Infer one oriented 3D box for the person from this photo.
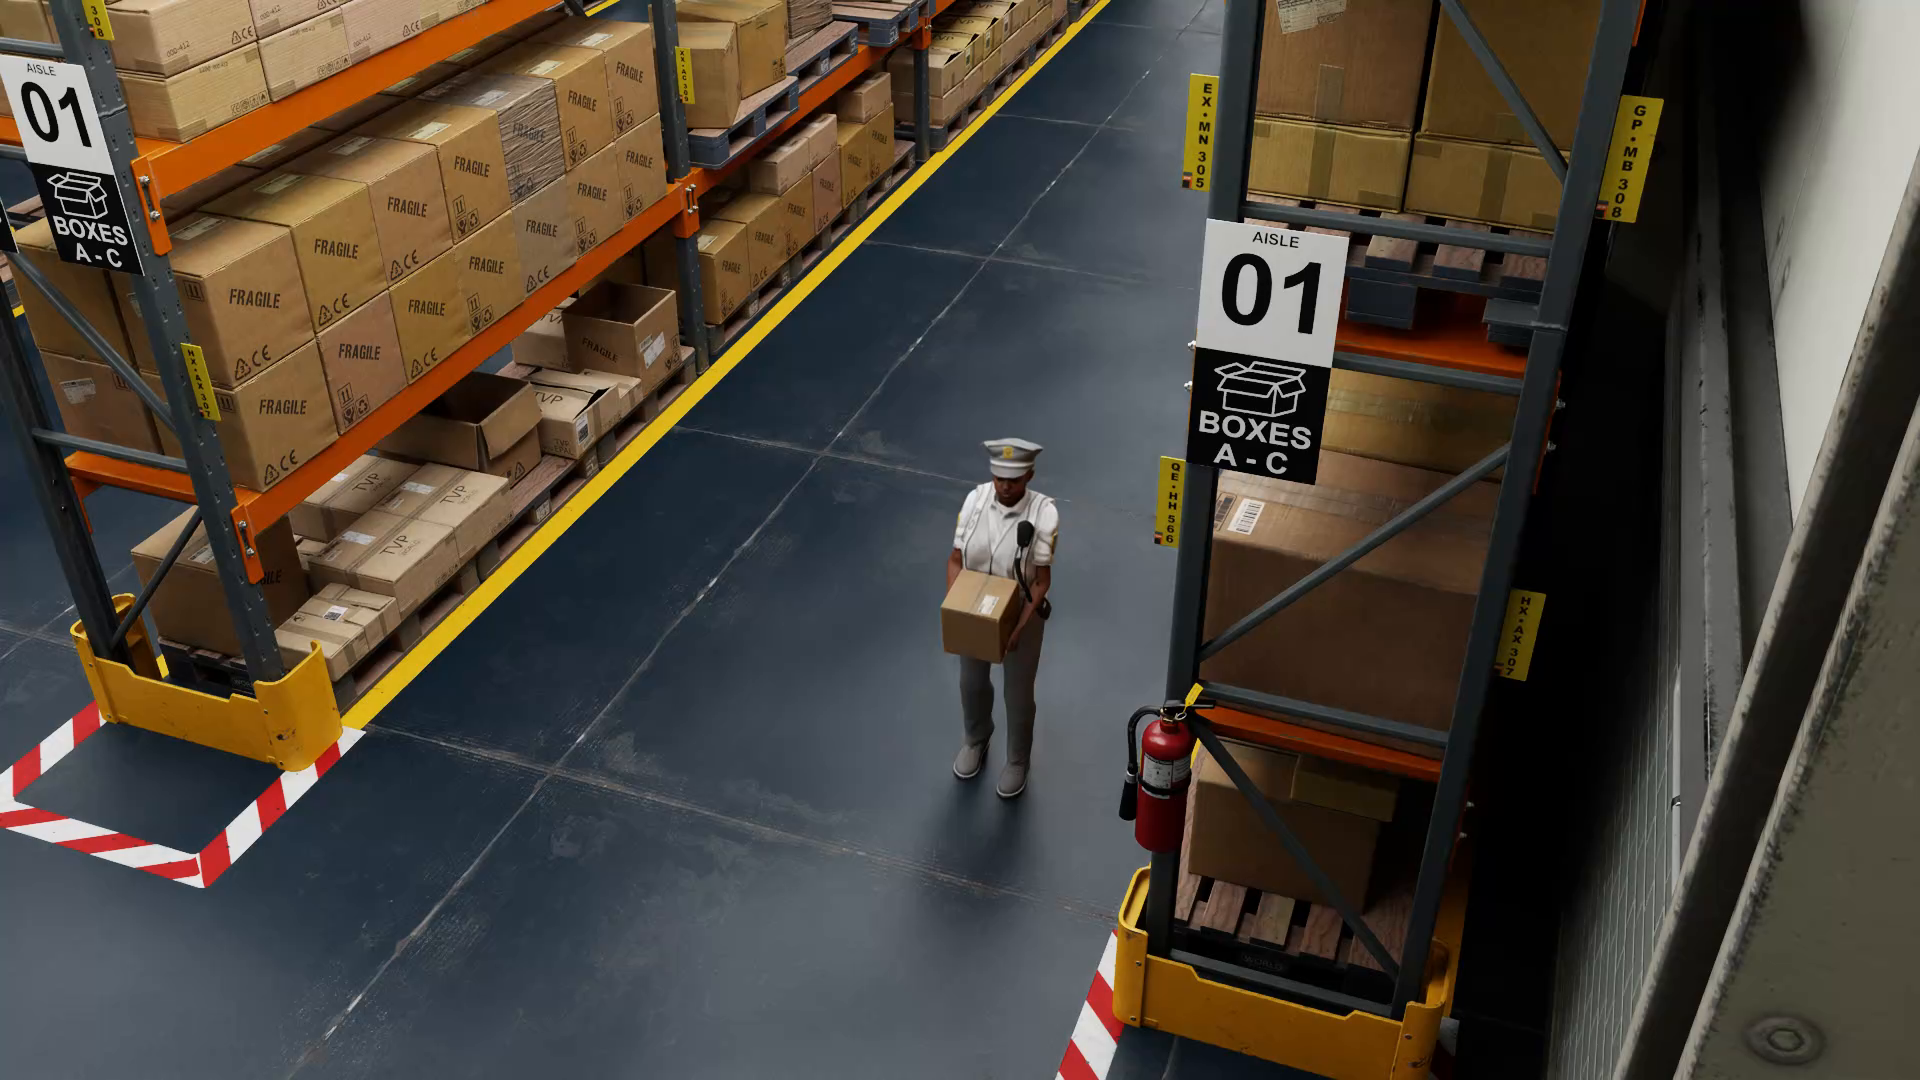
[{"bbox_3d":[0.150,0.345,7.025,0.451,1.690,0.518,12,35,17],"label":"person"}]
